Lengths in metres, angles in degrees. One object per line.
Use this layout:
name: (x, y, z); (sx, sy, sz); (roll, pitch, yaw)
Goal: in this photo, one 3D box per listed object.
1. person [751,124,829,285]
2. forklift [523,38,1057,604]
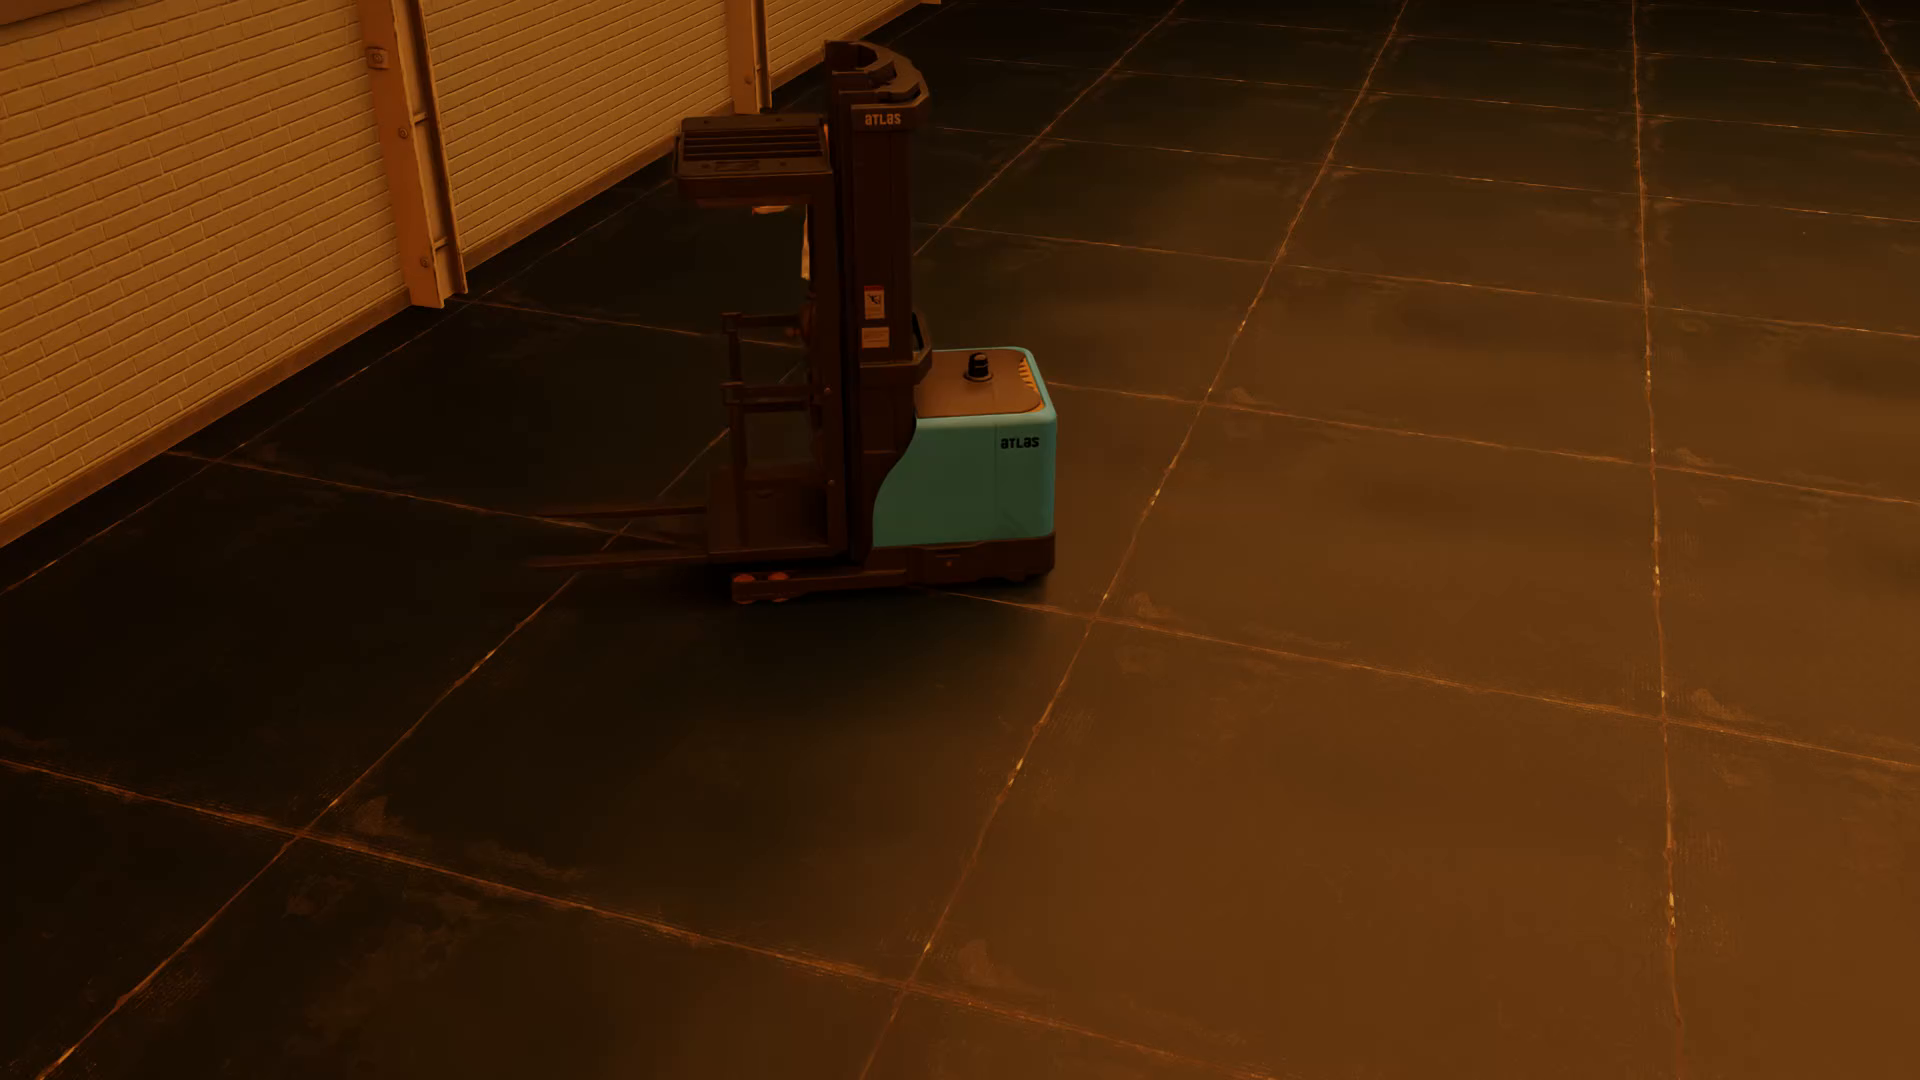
person: (-0.941, -2.199, 12.219); (1.044, 1.773, 0.788); (-14, 33, -24)
forklift: (-1.004, -1.186, 9.217); (3.031, 2.935, 1.130); (-3, 30, -6)
